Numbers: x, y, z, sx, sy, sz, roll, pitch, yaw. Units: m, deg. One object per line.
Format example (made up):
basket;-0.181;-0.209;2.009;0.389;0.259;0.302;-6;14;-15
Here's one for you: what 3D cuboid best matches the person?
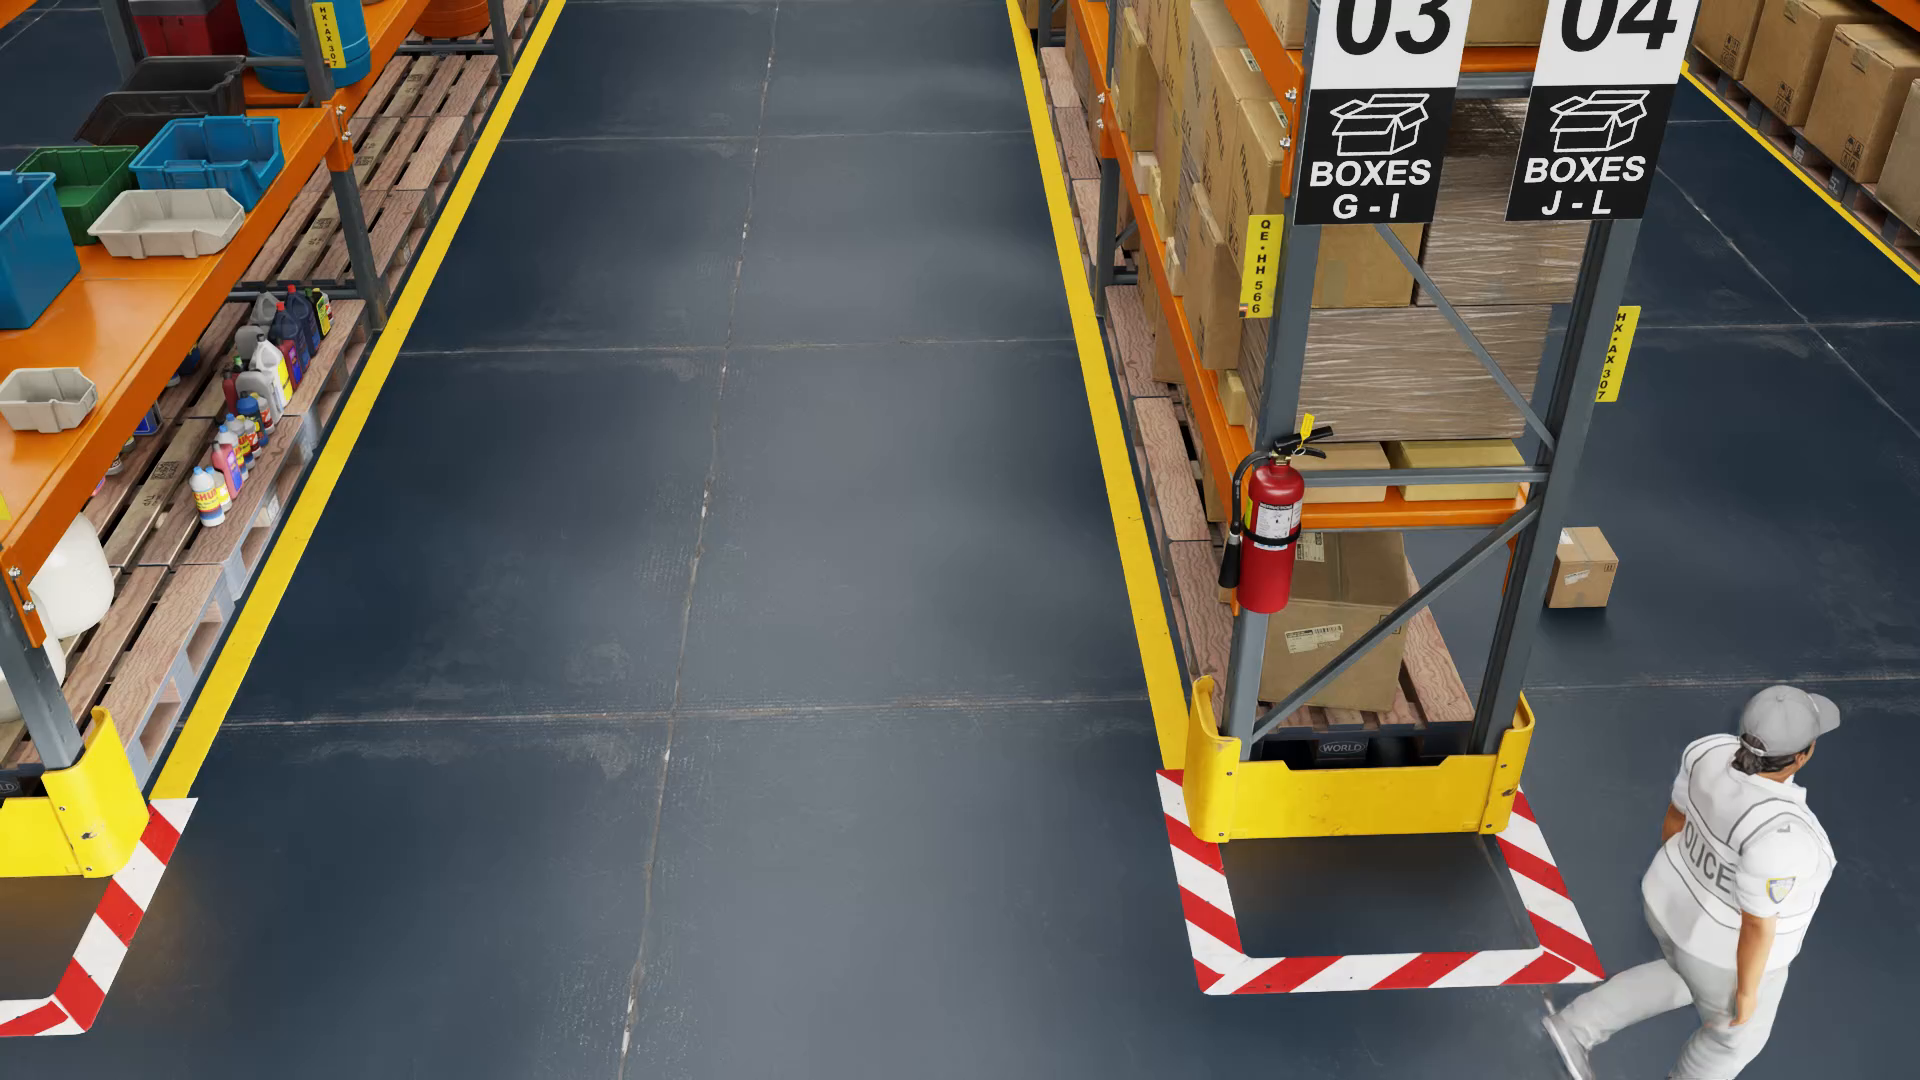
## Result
person;2.080;1.064;4.621;0.590;1.642;0.504;-3;36;-4
